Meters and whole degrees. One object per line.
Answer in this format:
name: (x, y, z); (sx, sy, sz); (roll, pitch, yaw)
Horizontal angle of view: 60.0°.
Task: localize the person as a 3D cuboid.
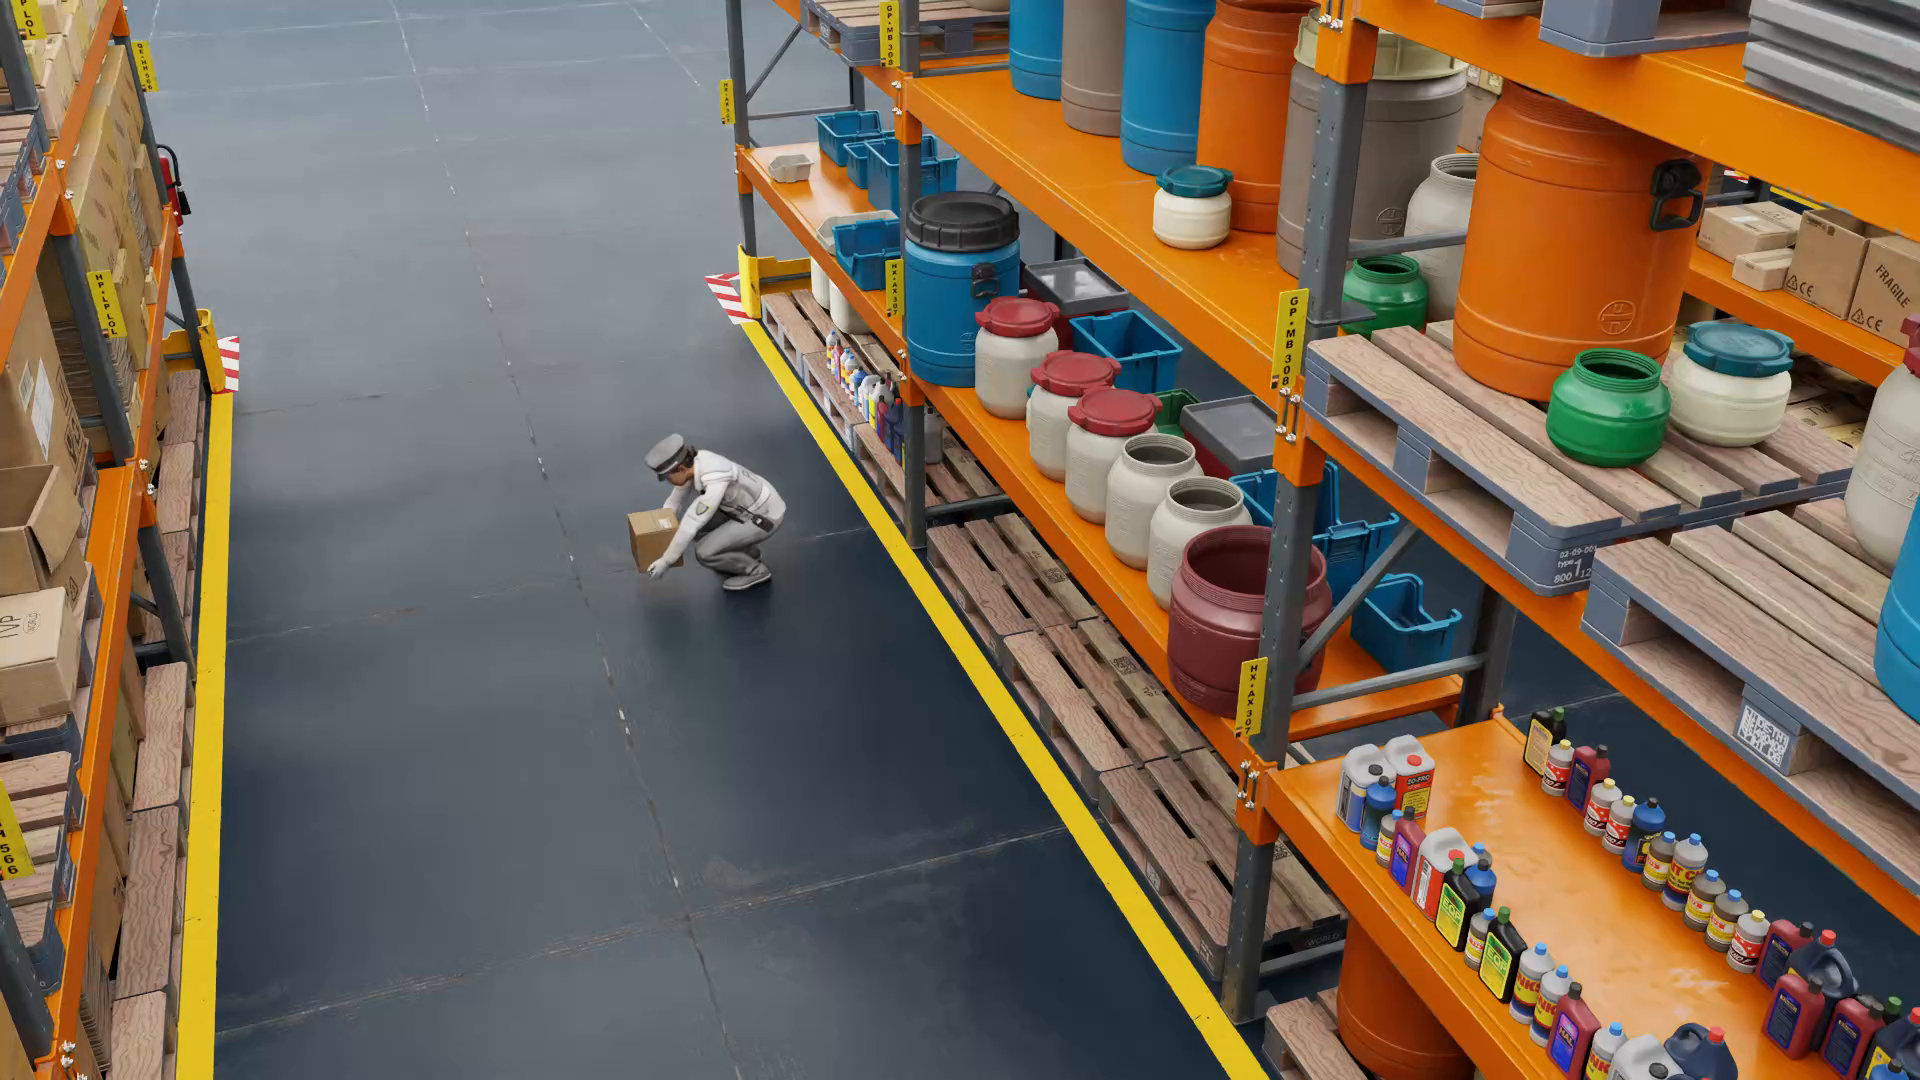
person: (-1.404, -0.188, 9.380); (0.835, 0.965, 0.485); (-11, 32, -18)
